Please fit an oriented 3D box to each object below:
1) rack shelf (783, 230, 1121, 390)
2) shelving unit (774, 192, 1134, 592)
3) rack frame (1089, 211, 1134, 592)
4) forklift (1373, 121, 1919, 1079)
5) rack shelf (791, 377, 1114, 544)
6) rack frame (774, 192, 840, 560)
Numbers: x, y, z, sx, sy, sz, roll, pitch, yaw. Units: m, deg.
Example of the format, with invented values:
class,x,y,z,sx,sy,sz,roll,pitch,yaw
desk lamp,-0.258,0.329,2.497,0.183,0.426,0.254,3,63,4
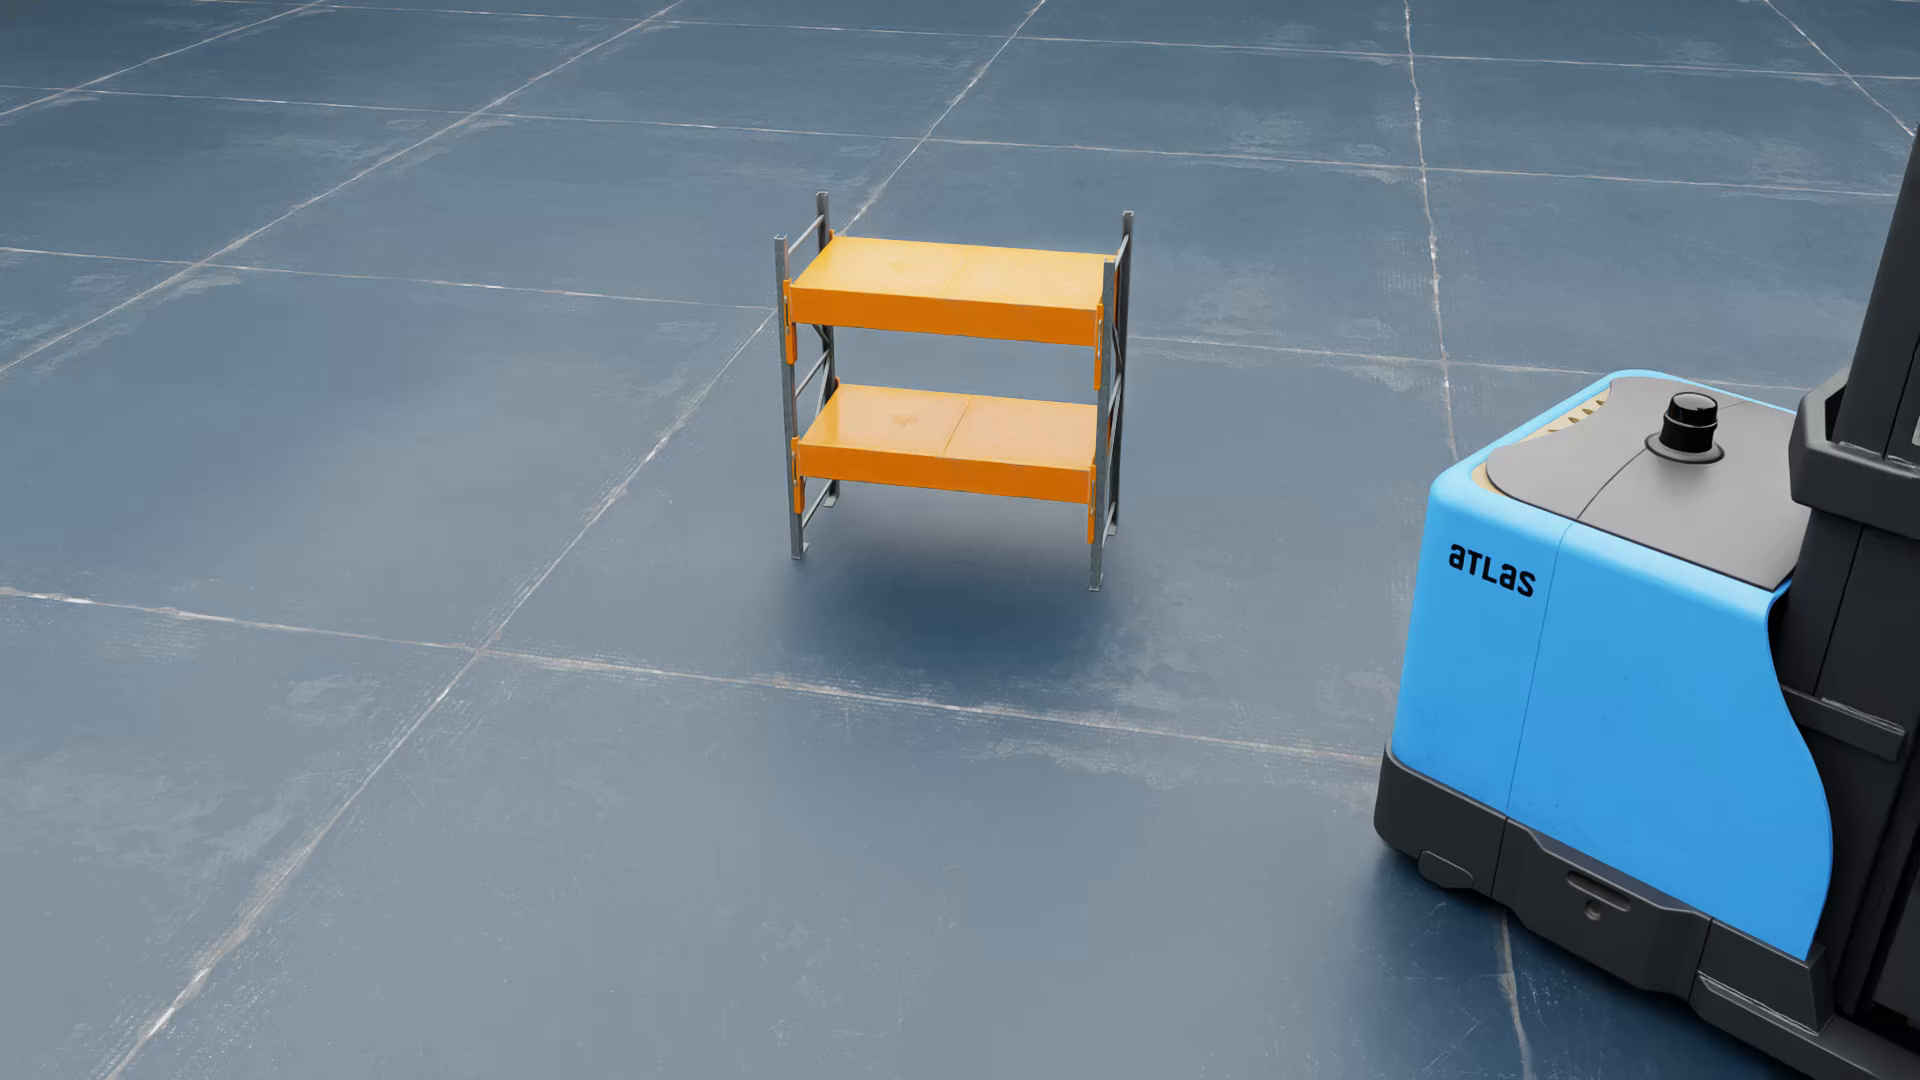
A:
class,x,y,z,sx,sy,sz,roll,pitch,yaw
rack shelf,-0.007,-0.751,5.341,1.000,0.278,0.538,6,29,11
shelving unit,-0.007,-0.494,5.481,1.048,1.125,0.538,6,29,11
rack frame,0.491,-0.443,5.388,0.032,1.125,0.500,6,29,11
forklift,2.453,-0.146,2.964,1.130,2.935,3.031,-25,38,-38
rack shelf,-0.007,-0.280,5.599,1.000,0.278,0.538,6,29,11
rack frame,-0.504,-0.545,5.574,0.032,1.125,0.500,6,29,11
